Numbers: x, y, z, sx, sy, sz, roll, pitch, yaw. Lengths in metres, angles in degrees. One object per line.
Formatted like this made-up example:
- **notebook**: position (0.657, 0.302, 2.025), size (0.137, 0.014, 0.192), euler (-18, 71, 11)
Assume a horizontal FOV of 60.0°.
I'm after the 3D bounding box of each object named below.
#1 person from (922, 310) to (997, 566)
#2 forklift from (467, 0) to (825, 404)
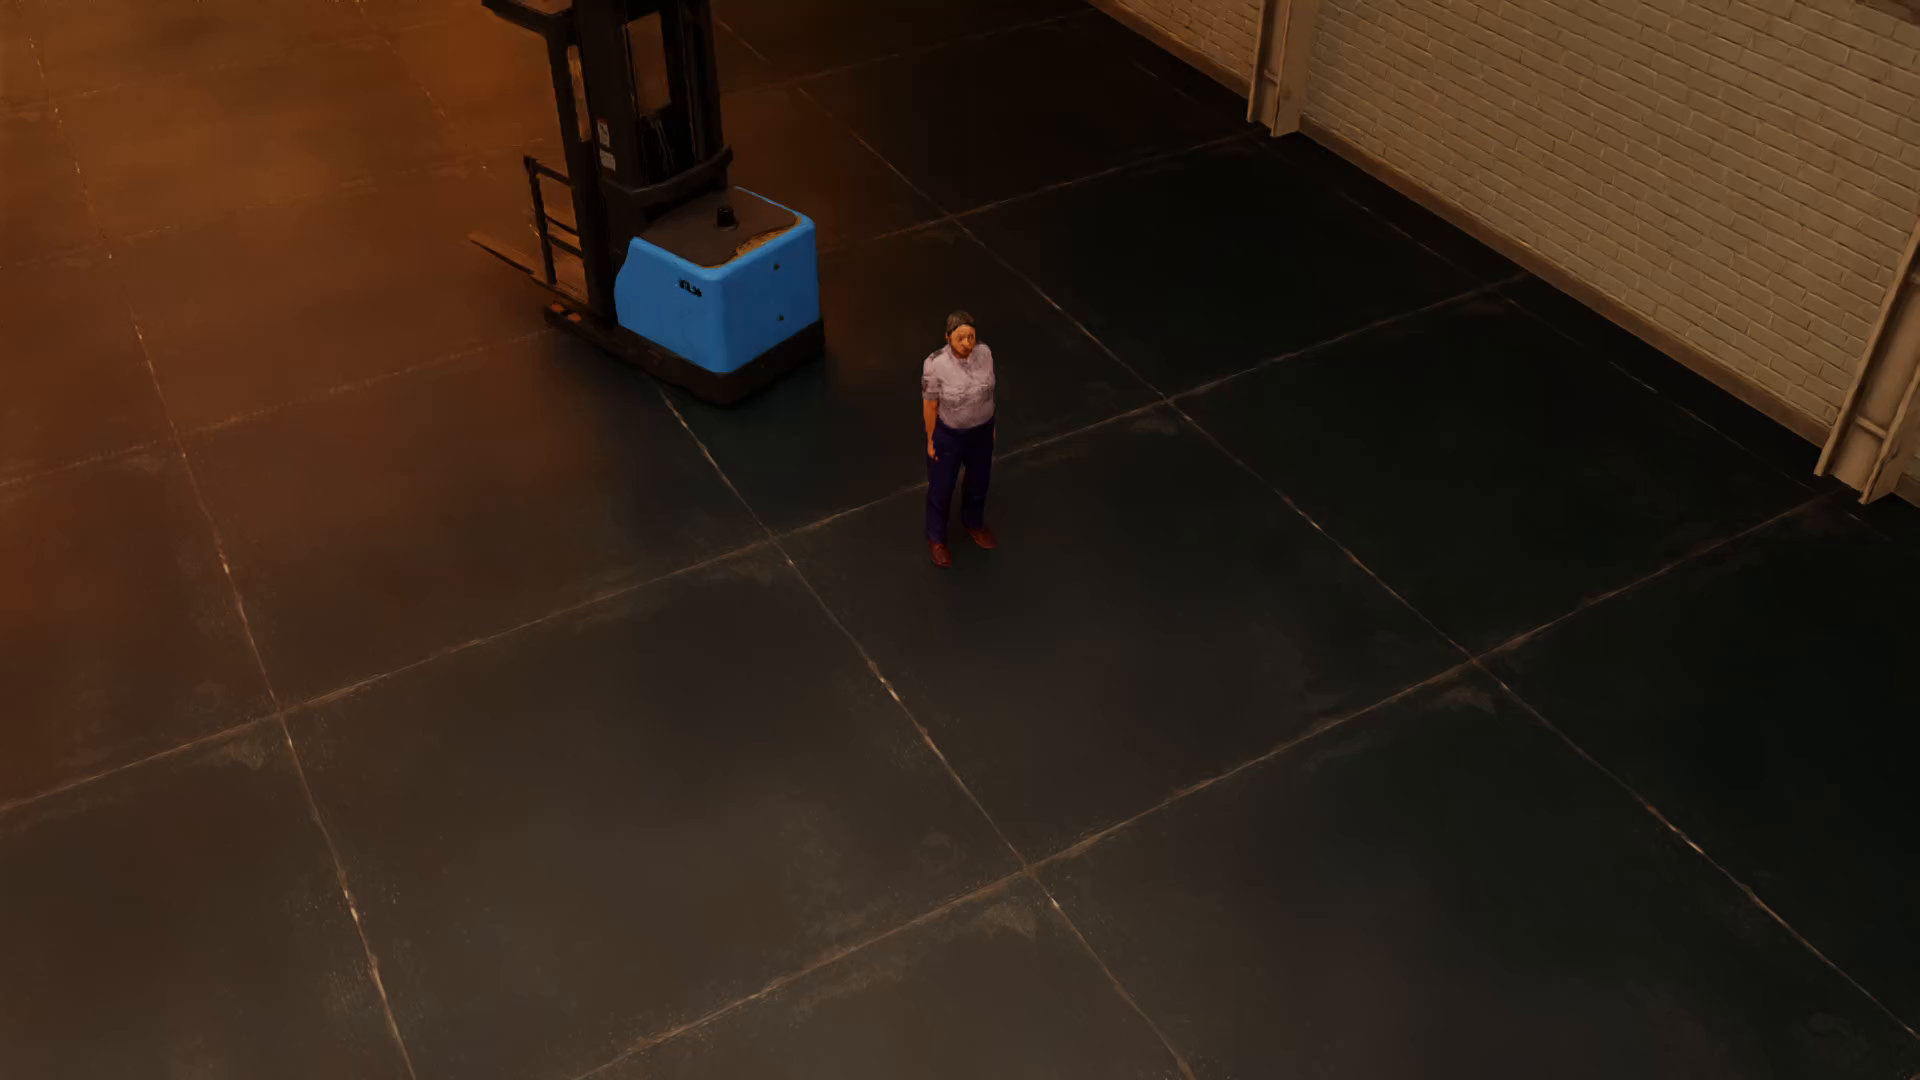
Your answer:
- **person**: position (0.001, -0.620, 9.795), size (0.480, 1.649, 0.349), euler (-20, 44, -23)
- **forklift**: position (-2.423, -2.848, 11.470), size (3.031, 2.935, 1.130), euler (28, 47, 30)
